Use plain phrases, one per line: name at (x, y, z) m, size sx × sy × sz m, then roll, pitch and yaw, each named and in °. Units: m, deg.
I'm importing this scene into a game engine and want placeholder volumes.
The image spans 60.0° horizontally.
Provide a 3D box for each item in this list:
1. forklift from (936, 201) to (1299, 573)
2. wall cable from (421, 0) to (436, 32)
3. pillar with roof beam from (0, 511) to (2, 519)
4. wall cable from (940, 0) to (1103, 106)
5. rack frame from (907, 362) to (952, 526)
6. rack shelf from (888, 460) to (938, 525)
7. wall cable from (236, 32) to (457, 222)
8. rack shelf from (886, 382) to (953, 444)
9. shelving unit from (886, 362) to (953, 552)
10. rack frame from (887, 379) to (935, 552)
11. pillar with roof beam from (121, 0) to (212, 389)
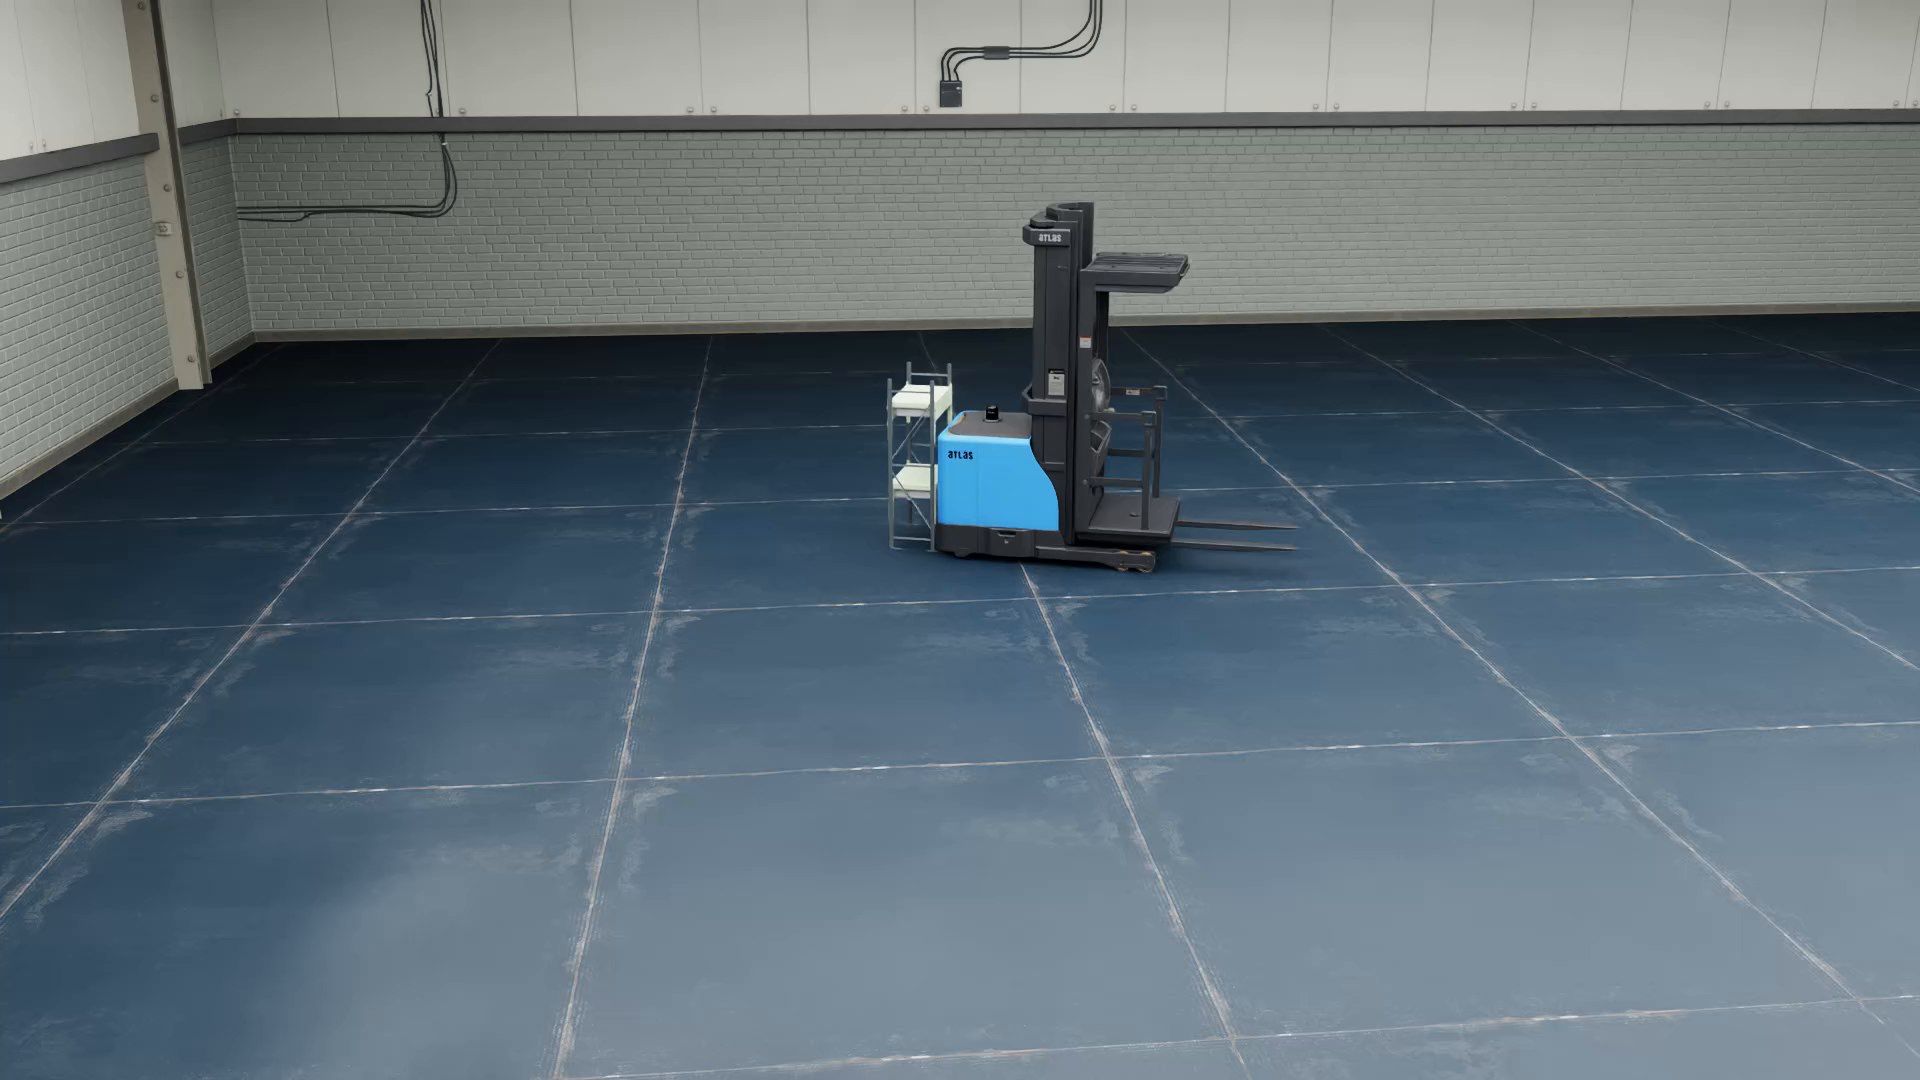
forklift at (1.368, -1.302, 13.931) m, size 3.031 × 2.935 × 1.130 m, roll 4°, pitch 18°, yaw 11°
wall cable at (-5.885, -8.154, 22.379) m, size 3.097 × 2.526 × 0.112 m, roll -2°, pitch 18°, yaw -6°
pillar with roof beam at (-4.687, -4.569, 14.208) m, size 9.100 × 9.000 × 0.400 m, roll -2°, pitch 18°, yaw -6°
wall cable at (0.868, -9.054, 22.814) m, size 2.305 × 6.003 × 0.169 m, roll -2°, pitch 18°, yaw -6°
rack frame at (-0.271, -0.844, 14.860) m, size 0.400 × 1.500 × 0.023 m, roll 3°, pitch 18°, yaw 11°
rack shelf at (-0.342, -0.425, 14.615) m, size 0.431 × 0.370 × 0.720 m, roll 3°, pitch 18°, yaw 11°
wall cable at (-8.576, -5.661, 22.870) m, size 3.097 × 2.526 × 0.112 m, roll -2°, pitch 18°, yaw -6°
rack shelf at (-0.342, -1.108, 14.401) m, size 0.431 × 0.370 × 0.720 m, roll 3°, pitch 18°, yaw 11°
shelving unit at (-0.342, -0.736, 14.518) m, size 0.431 × 1.500 × 0.755 m, roll 3°, pitch 18°, yaw 11°
rack frame at (-0.414, -0.628, 14.175) m, size 0.400 × 1.500 × 0.023 m, roll 3°, pitch 18°, yaw 11°
pillar with roof beam at (-5.306, -6.357, 19.902) m, size 9.100 × 9.000 × 0.400 m, roll -2°, pitch 18°, yaw -6°
